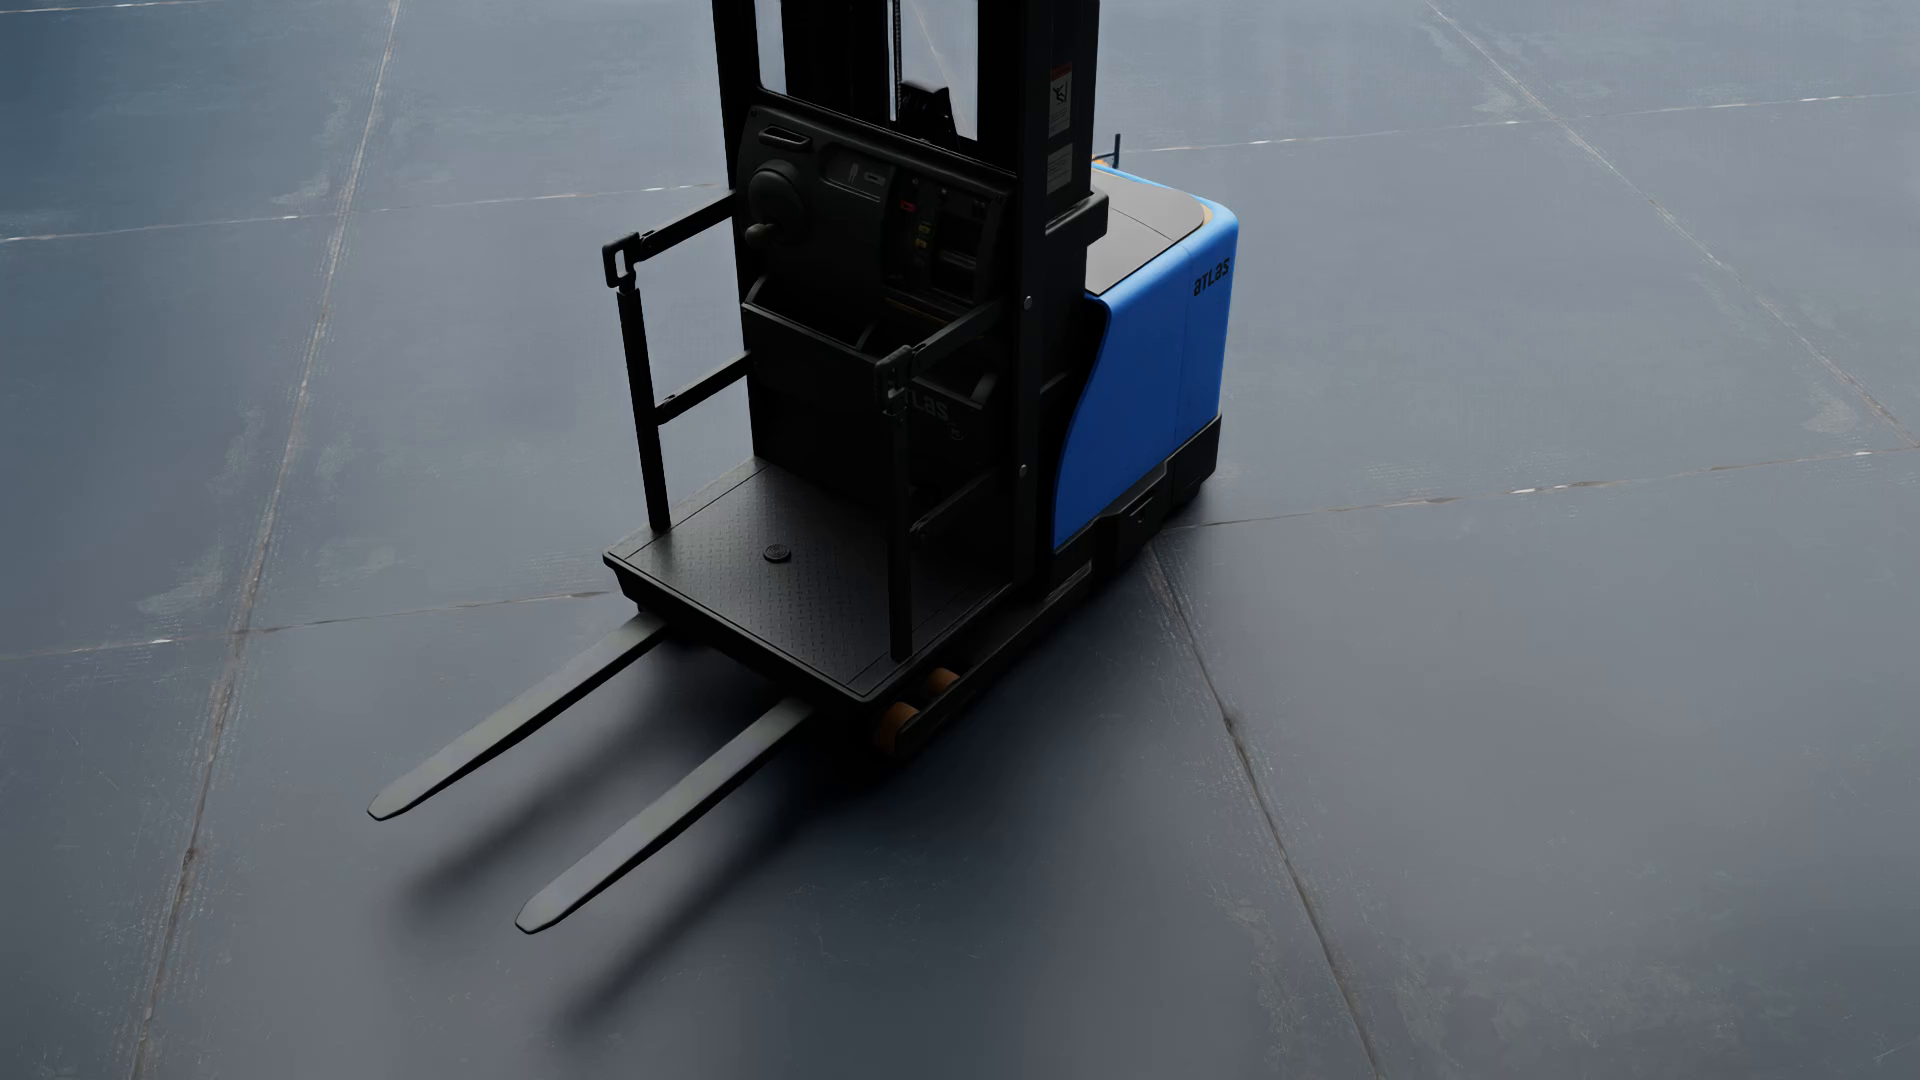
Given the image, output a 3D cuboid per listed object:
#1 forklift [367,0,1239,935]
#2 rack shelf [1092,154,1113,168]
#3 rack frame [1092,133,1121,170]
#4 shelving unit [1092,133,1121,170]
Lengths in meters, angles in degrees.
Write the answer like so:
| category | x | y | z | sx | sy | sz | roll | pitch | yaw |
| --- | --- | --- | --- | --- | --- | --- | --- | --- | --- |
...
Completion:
| category | x | y | z | sx | sy | sz | roll | pitch | yaw |
| --- | --- | --- | --- | --- | --- | --- | --- | --- | --- |
| forklift | -0.389 | -0.857 | 4.464 | 1.130 | 2.935 | 3.031 | 26 | 45 | 29 |
| rack shelf | 0.417 | -1.273 | 6.081 | 0.215 | 0.259 | 0.240 | -18 | 40 | -23 |
| rack frame | 0.473 | -0.990 | 6.159 | 0.200 | 1.050 | 0.008 | -18 | 40 | -23 |
| shelving unit | 0.414 | -1.054 | 6.245 | 0.215 | 1.050 | 0.252 | -18 | 40 | -23 |
